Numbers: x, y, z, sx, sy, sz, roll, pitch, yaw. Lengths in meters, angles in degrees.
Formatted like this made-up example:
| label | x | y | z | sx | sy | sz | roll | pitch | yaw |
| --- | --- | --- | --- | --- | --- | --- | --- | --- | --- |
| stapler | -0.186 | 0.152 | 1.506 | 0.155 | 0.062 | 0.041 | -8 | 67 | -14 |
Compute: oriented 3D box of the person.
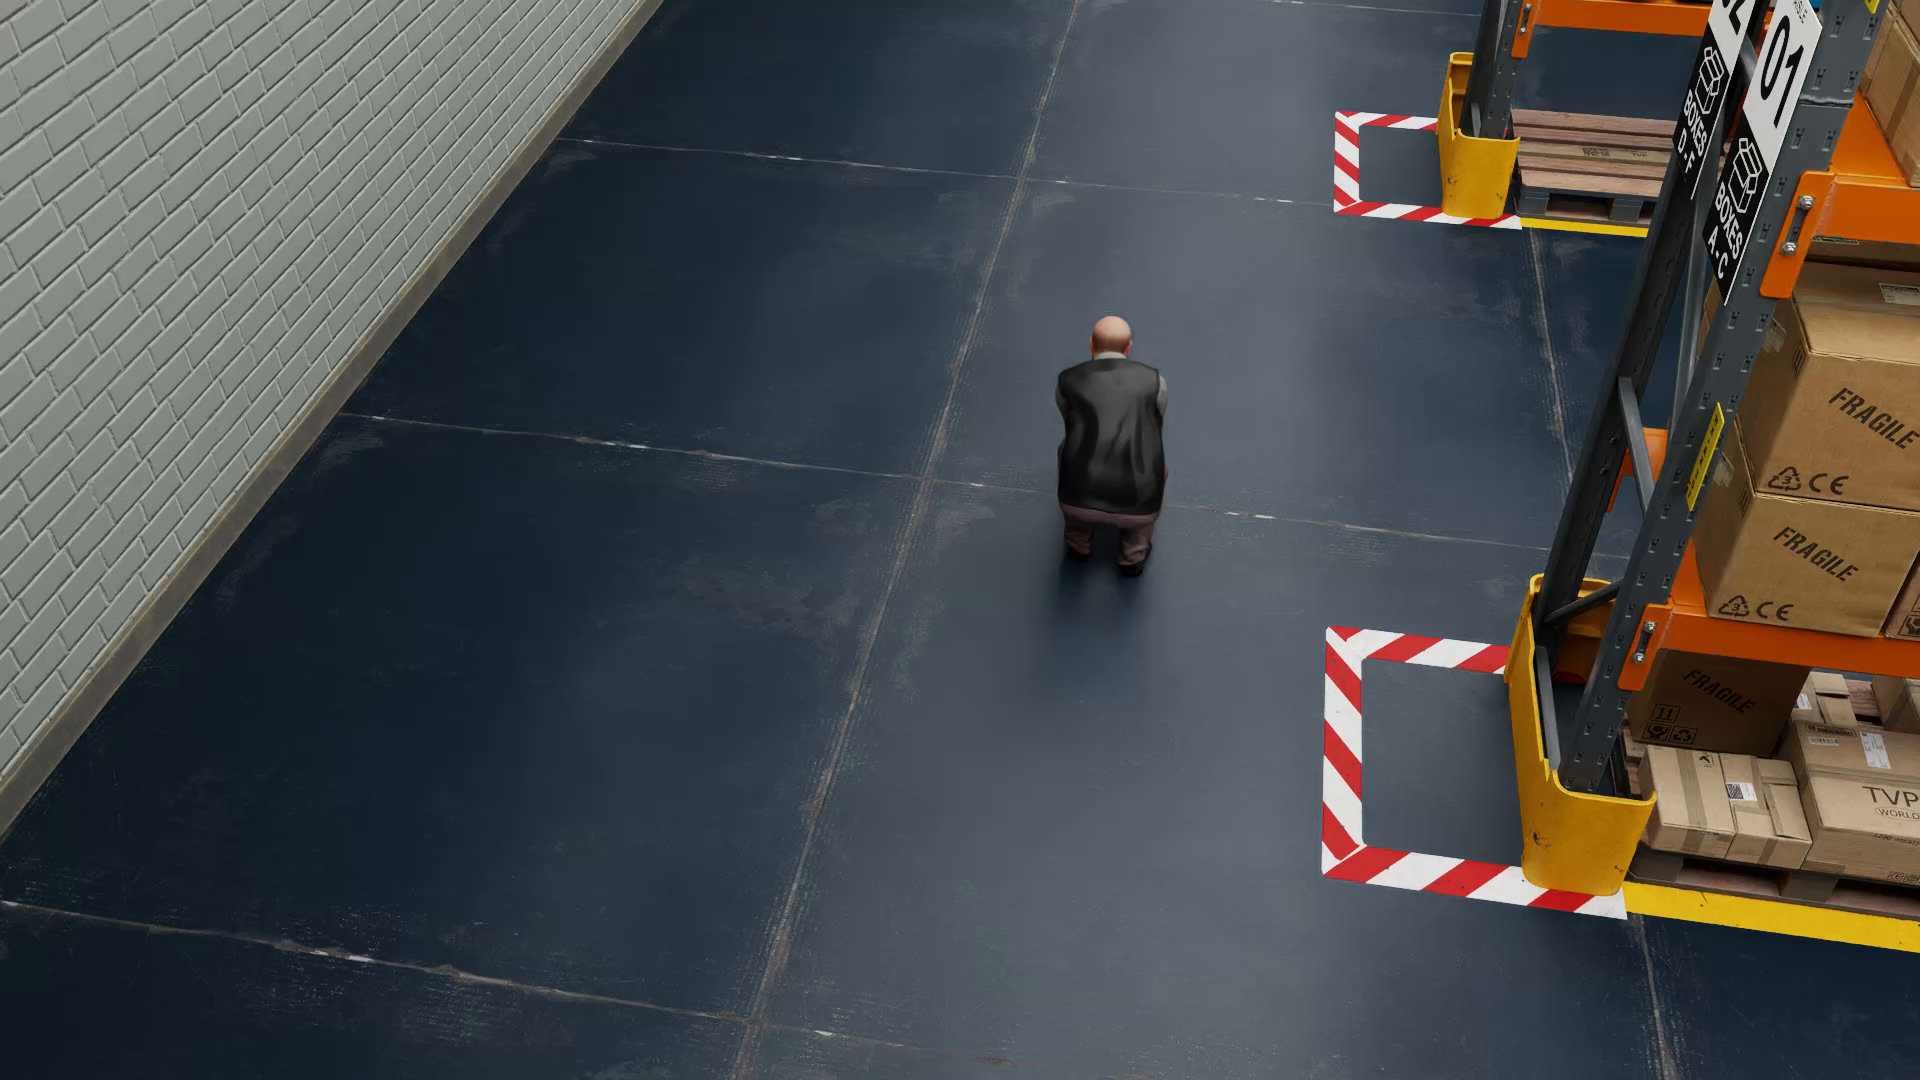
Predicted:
| label | x | y | z | sx | sy | sz | roll | pitch | yaw |
| --- | --- | --- | --- | --- | --- | --- | --- | --- | --- |
| person | 0.655 | -0.393 | 7.233 | 0.517 | 0.970 | 0.879 | 6 | 41 | 7 |
